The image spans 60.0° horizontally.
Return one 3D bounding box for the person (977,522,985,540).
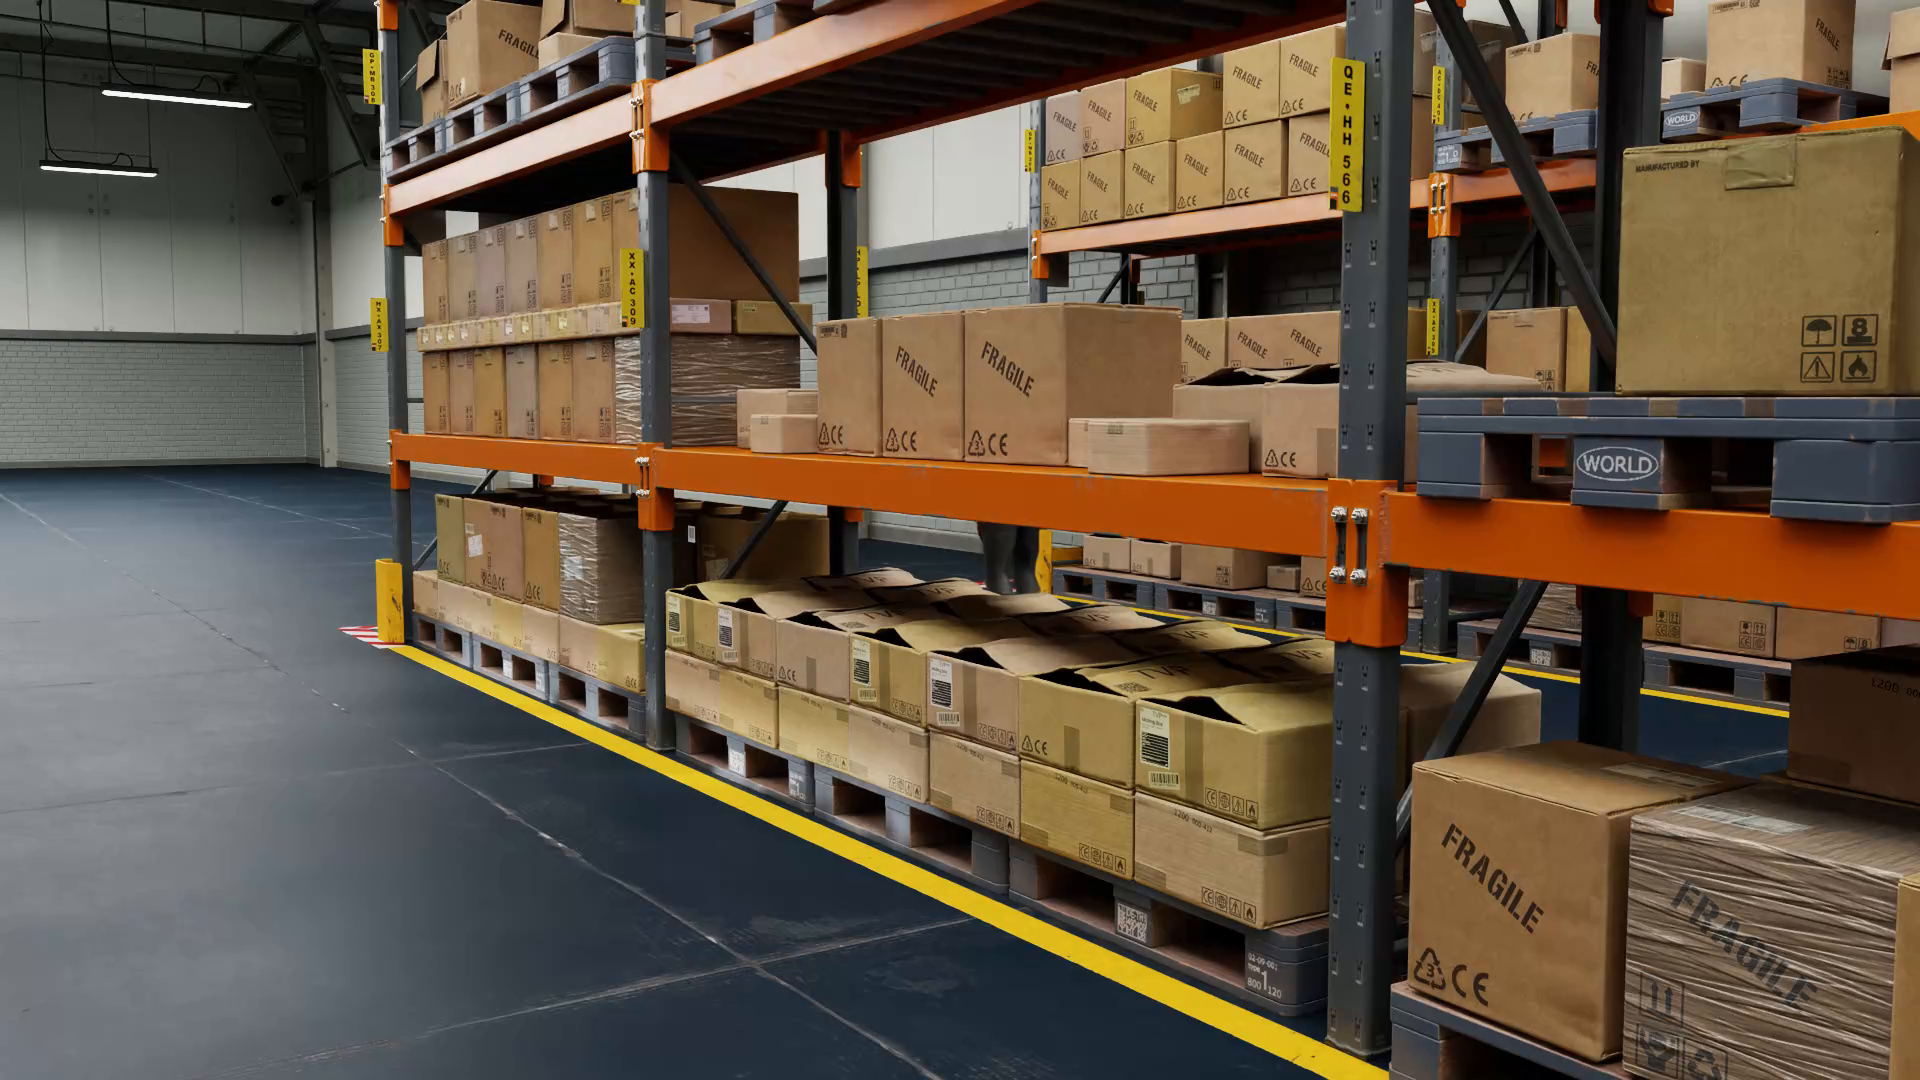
[{"bbox_3d":[0.297,-0.141,9.893,0.437,1.660,0.354,-3,6,-32],"label":"person"}]
